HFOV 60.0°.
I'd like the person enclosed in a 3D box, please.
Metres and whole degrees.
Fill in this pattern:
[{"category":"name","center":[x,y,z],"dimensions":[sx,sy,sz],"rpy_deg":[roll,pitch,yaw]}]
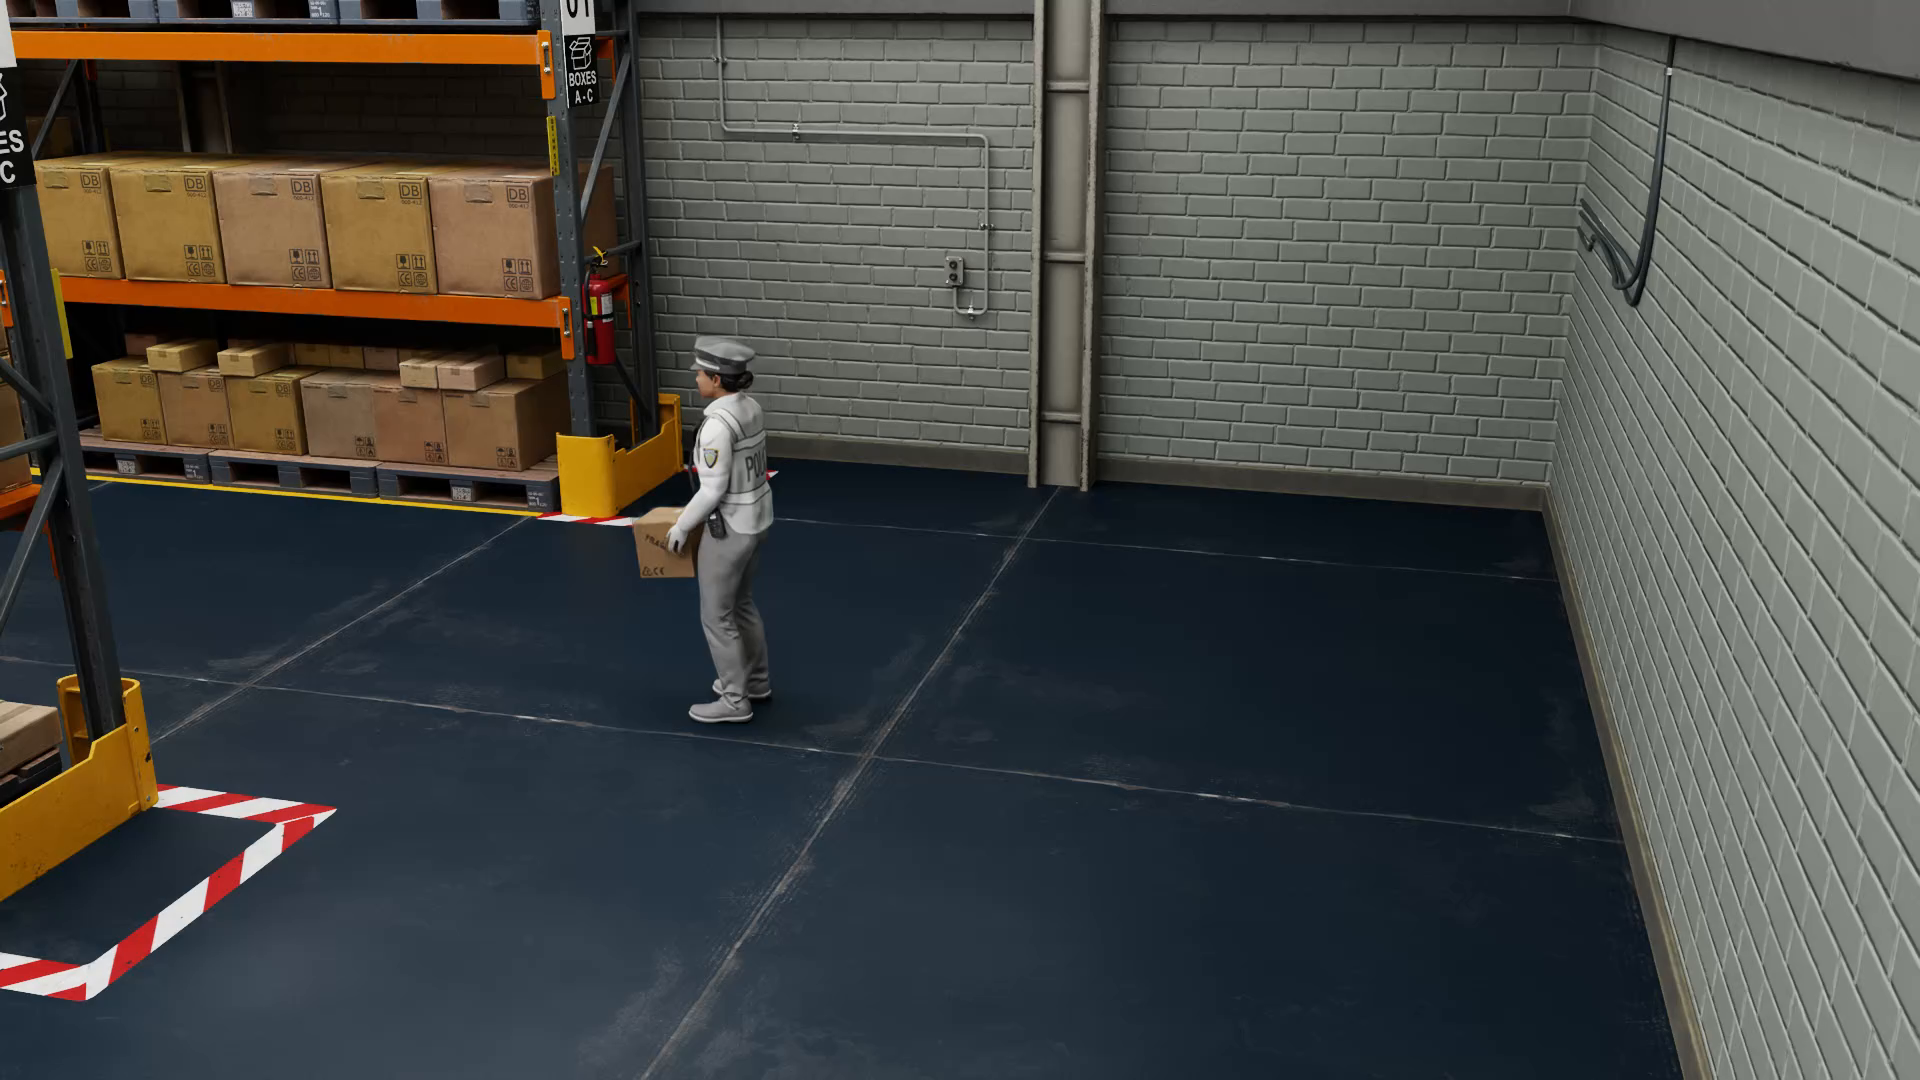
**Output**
[{"category":"person","center":[-1.020,-0.044,7.152],"dimensions":[0.411,1.684,0.500],"rpy_deg":[4,19,13]}]
